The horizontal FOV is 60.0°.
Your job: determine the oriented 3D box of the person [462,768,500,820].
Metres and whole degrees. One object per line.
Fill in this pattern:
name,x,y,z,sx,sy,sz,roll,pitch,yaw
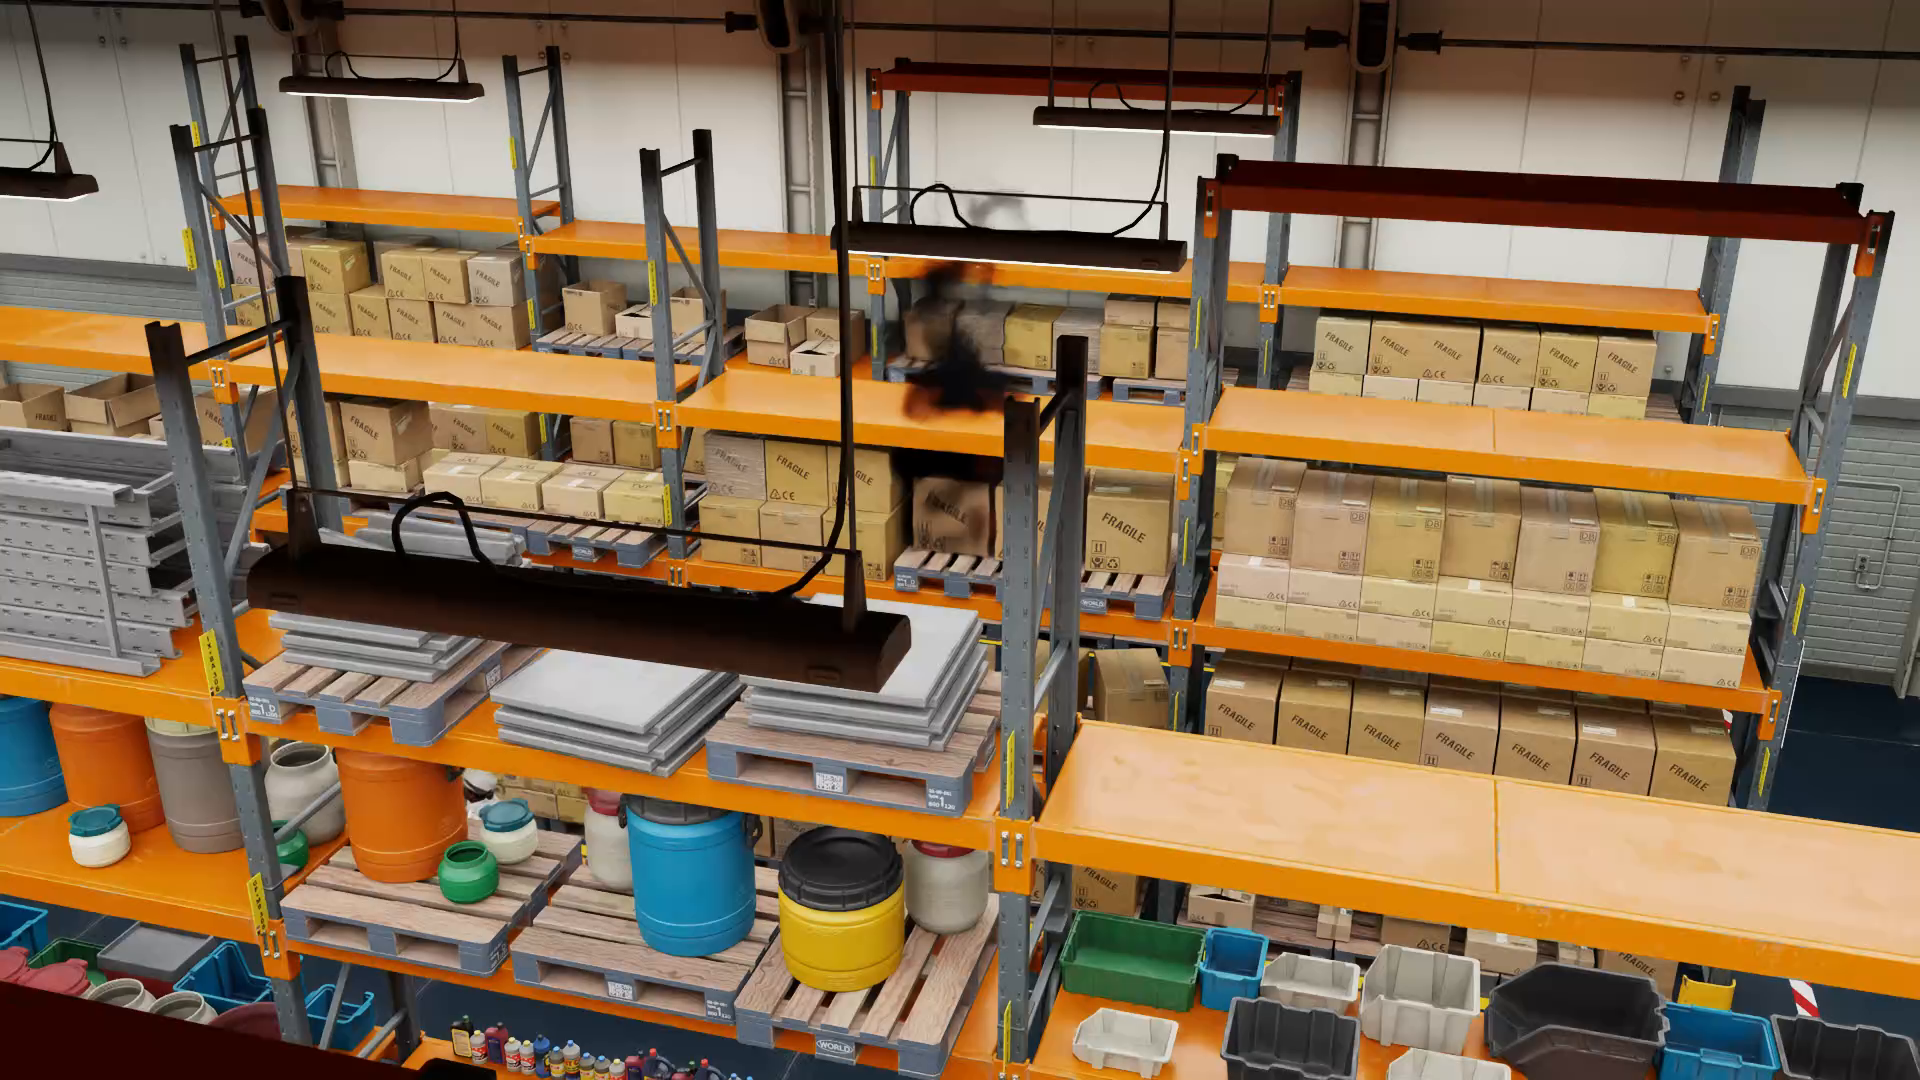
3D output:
person,-3.477,2.395,12.093,0.727,1.685,0.590,2,23,6

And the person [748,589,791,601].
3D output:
person,-1.783,0.673,16.218,0.733,1.705,0.661,2,23,4
